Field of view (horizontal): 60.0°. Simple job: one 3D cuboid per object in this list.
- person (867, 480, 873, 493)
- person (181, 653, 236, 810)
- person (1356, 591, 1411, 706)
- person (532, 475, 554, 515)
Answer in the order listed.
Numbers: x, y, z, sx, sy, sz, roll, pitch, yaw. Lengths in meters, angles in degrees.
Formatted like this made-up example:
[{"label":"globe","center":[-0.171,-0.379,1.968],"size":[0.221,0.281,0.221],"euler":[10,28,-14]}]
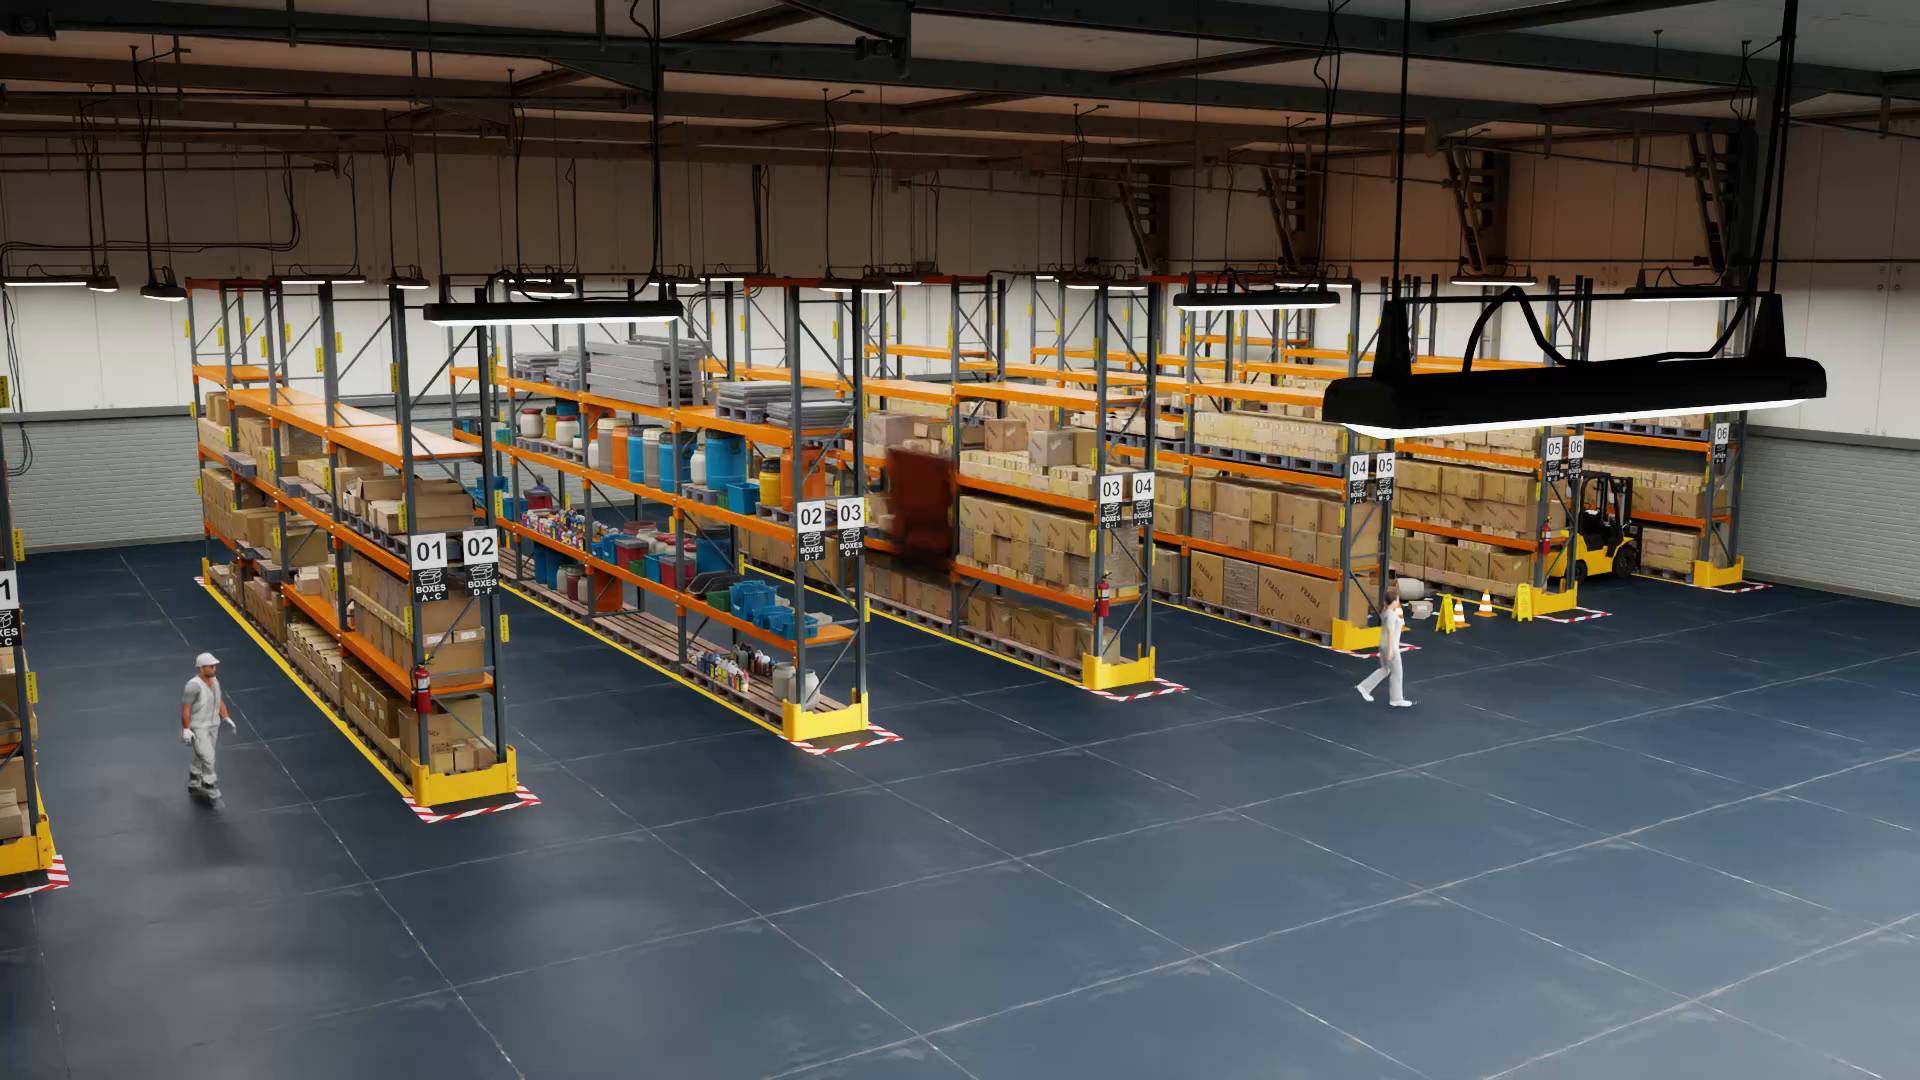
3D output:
[{"label":"person","center":[-1.993,-0.455,35.492],"size":[0.598,1.708,1.081],"euler":[-6,12,-34]},{"label":"person","center":[-8.872,2.224,19.552],"size":[0.793,1.820,0.631],"euler":[4,11,25]},{"label":"person","center":[6.098,1.544,23.840],"size":[0.744,1.657,0.470],"euler":[0,10,-2]},{"label":"person","center":[-9.195,-0.618,36.764],"size":[0.596,1.656,0.446],"euler":[-2,10,-10]}]
